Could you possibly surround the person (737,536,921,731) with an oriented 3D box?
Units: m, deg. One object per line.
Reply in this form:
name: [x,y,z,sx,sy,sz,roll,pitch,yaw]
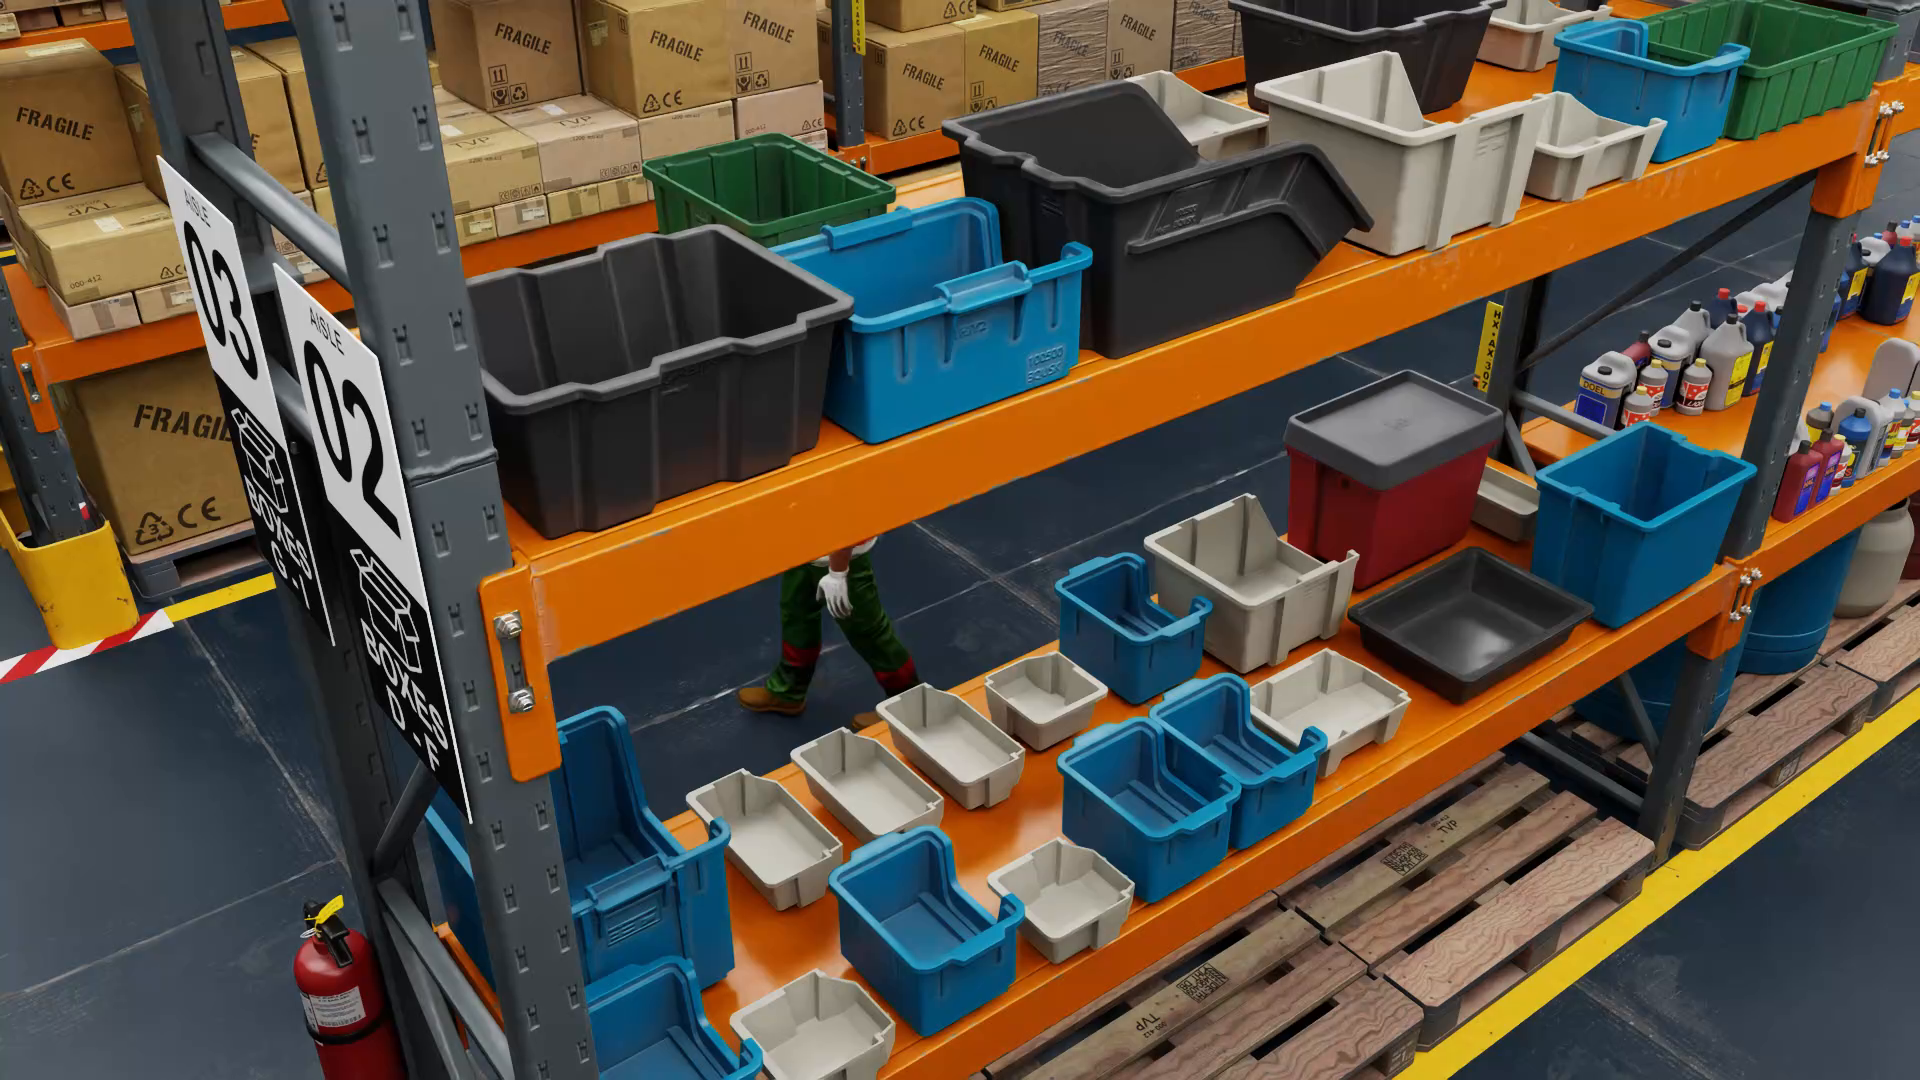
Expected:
person: [-0.493,0.005,6.113,0.729,1.784,0.625,-6,32,-10]
